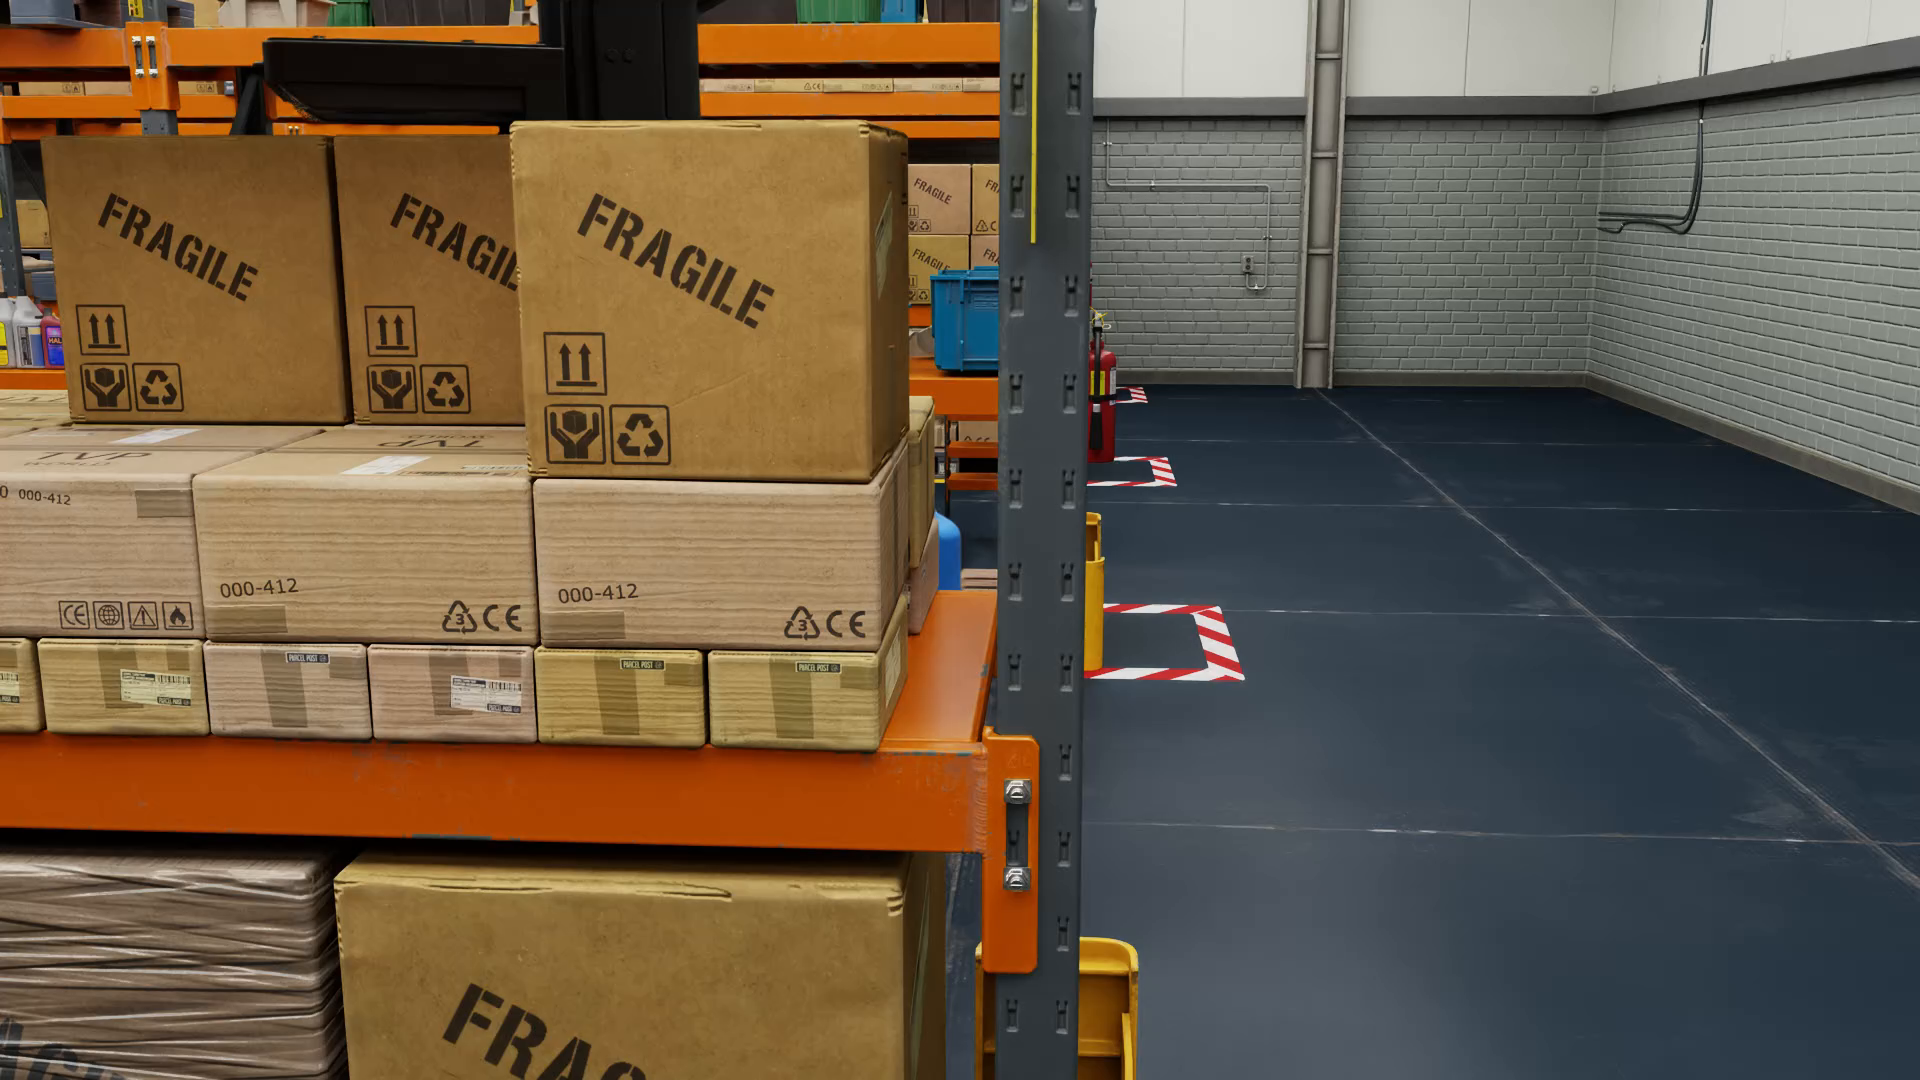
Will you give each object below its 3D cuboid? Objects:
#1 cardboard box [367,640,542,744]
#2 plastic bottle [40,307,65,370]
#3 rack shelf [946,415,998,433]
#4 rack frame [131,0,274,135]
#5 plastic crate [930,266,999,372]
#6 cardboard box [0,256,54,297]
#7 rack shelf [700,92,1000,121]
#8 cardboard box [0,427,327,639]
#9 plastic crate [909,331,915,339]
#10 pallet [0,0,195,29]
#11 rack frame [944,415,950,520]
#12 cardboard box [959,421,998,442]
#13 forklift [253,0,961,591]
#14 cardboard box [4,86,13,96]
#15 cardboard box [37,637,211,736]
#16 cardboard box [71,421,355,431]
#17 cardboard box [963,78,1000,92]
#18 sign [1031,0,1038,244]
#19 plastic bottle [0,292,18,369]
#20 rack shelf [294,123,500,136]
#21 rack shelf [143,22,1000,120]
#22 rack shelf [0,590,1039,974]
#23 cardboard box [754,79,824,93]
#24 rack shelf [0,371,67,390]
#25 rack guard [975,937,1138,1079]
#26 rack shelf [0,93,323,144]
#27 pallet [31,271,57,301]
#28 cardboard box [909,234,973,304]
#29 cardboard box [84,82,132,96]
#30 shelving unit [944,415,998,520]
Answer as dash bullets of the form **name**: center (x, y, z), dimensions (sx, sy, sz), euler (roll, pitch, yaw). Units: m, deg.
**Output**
- **cardboard box**: center (-0.739, 0.191, 2.641), dimensions (0.250, 0.149, 0.380), euler (1, 12, 4)
- **plastic bottle**: center (-4.159, -0.930, 7.672), dimensions (0.133, 0.283, 0.061), euler (1, 12, 4)
- **rack shelf**: center (0.165, -0.738, 10.102), dimensions (0.480, 0.148, 0.258), euler (1, 12, 4)
- **rack frame**: center (-3.510, -1.054, 7.980), dimensions (0.127, 3.000, 1.000), euler (1, 12, 4)
- **plastic crate**: center (0.134, -1.012, 7.548), dimensions (0.499, 0.435, 0.616), euler (1, 12, 4)
- **cardboard box**: center (-7.527, -2.091, 13.154), dimensions (0.500, 0.311, 0.500), euler (2, 12, 7)
- **rack shelf**: center (-1.180, -3.154, 12.453), dimensions (4.000, 0.370, 1.077), euler (1, 12, 4)
- **cardboard box**: center (-1.366, -0.026, 2.705), dimensions (0.500, 0.250, 0.500), euler (0, 12, 2)
- **plastic crate**: center (-0.345, -0.874, 7.615), dimensions (0.243, 0.136, 0.396), euler (1, 12, 4)
- **pallet**: center (-6.198, -1.587, 10.504), dimensions (5.144, 3.011, 6.198), euler (1, 12, 4)
- **rack frame**: center (-0.078, -0.588, 10.150), dimensions (0.015, 1.200, 0.240), euler (1, 12, 4)
- **cardboard box**: center (0.256, -0.960, 12.561), dimensions (0.500, 0.500, 0.500), euler (1, 12, 4)
- **forklift**: center (-1.557, -0.433, 5.179), dimensions (3.031, 2.935, 1.130), euler (-4, 12, -19)
- **cardboard box**: center (-10.290, -4.886, 17.704), dimensions (0.500, 0.500, 0.500), euler (3, 12, 12)
- **cardboard box**: center (-1.247, 0.184, 2.674), dimensions (0.250, 0.149, 0.380), euler (1, 12, 2)
- **cardboard box**: center (-1.331, -0.134, 3.225), dimensions (0.500, 0.250, 0.500), euler (0, 12, 2)
- **cardboard box**: center (0.285, -3.359, 12.040), dimensions (0.500, 0.250, 0.500), euler (1, 12, 4)
- **sign**: center (0.099, -0.559, 2.209), dimensions (0.005, 0.325, 0.100), euler (1, 12, 4)
- **plastic bottle**: center (-4.449, -0.975, 7.725), dimensions (0.185, 0.351, 0.144), euler (1, 12, 4)
- **rack shelf**: center (-4.844, -4.221, 17.552), dimensions (4.000, 0.370, 1.077), euler (1, 12, 4)
- **rack shelf**: center (-1.515, -2.142, 7.615), dimensions (4.000, 0.370, 1.077), euler (1, 12, 4)
- **rack shelf**: center (-1.846, 0.338, 3.085), dimensions (4.000, 0.370, 1.077), euler (1, 12, 4)
- **cardboard box**: center (-1.211, -3.382, 12.152), dimensions (0.500, 0.250, 0.500), euler (1, 12, 4)
- **rack shelf**: center (-5.506, -0.729, 8.184), dimensions (4.000, 0.370, 1.077), euler (1, 12, 4)
- **rack guard**: center (0.174, 1.237, 3.135), dimensions (0.348, 0.500, 1.175), euler (1, 12, 4)
- **rack shelf**: center (-5.171, -3.209, 12.714), dimensions (4.000, 0.370, 1.077), euler (1, 12, 4)
- **pallet**: center (-6.486, -2.032, 13.122), dimensions (1.003, 0.211, 1.213), euler (1, 12, 4)
- **cardboard box**: center (-0.168, -2.017, 12.339), dimensions (0.500, 0.500, 0.500), euler (1, 12, 4)
- **cardboard box**: center (-6.220, -3.631, 12.732), dimensions (0.500, 0.500, 0.910), euler (1, 12, 4)
- **shelving unit**: center (0.163, -0.585, 10.135), dimensions (0.499, 1.200, 0.258), euler (1, 12, 4)
